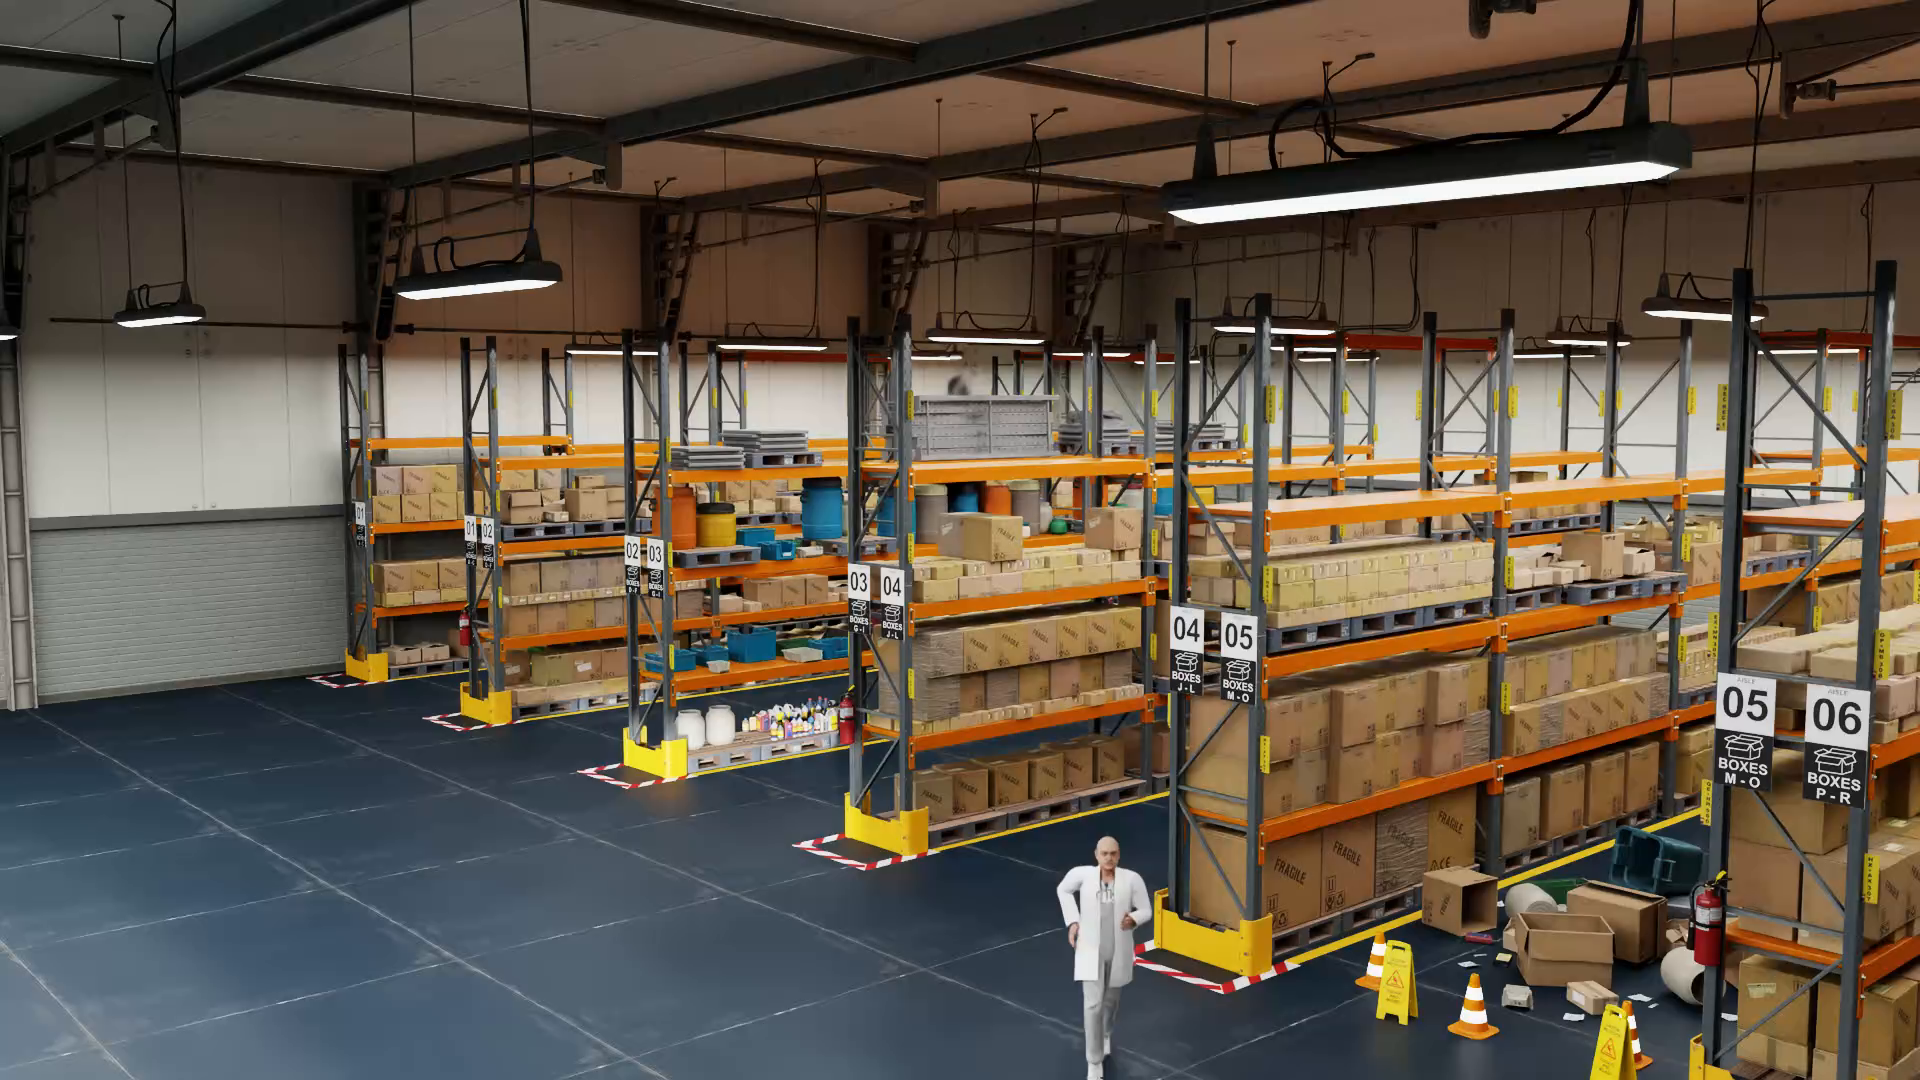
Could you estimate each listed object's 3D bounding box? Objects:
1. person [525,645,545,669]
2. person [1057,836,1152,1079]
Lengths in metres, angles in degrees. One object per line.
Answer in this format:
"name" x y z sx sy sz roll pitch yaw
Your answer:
"person" -7.253 1.731 28.589 0.583 1.747 0.668 -5 7 -42
"person" 1.102 3.177 12.628 0.688 1.803 0.882 0 5 -3
